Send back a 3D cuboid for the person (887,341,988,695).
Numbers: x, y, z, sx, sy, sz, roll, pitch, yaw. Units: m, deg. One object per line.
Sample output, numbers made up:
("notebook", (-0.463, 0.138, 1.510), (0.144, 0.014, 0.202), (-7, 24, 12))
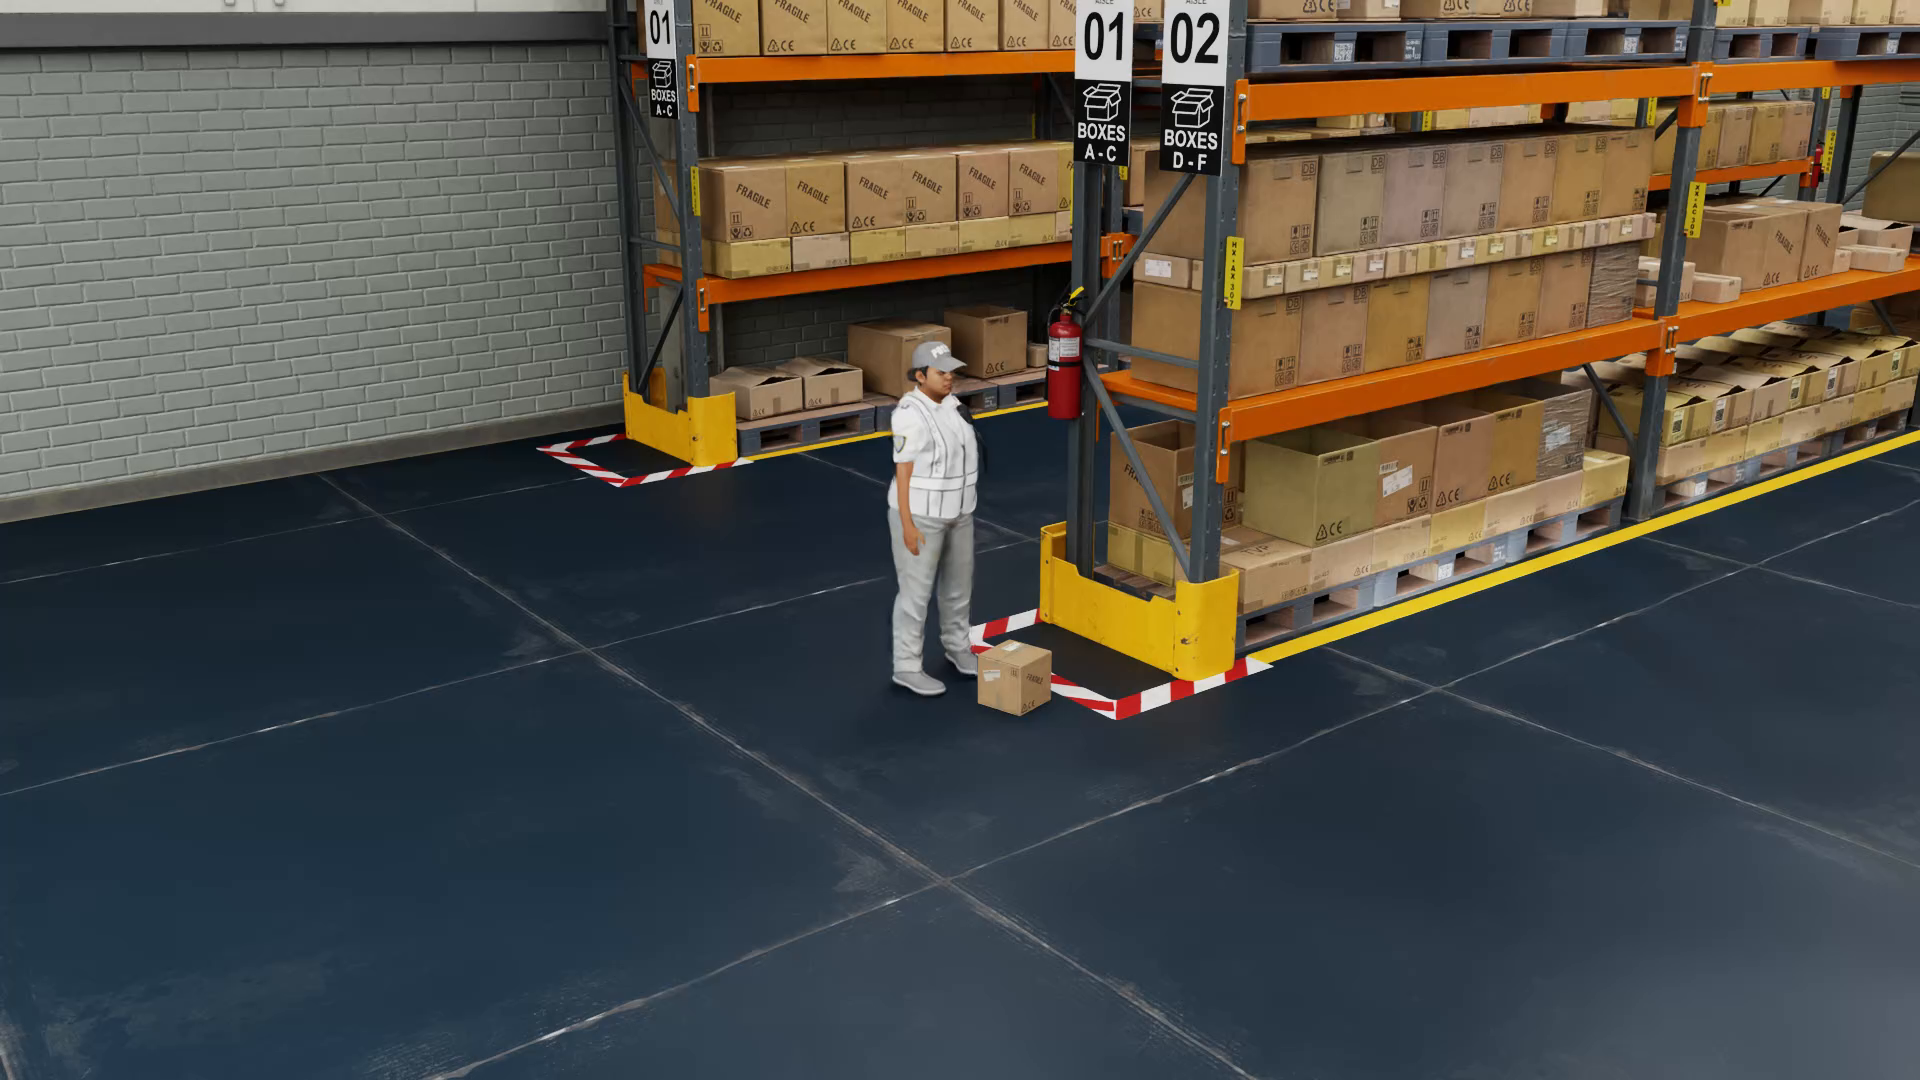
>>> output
("person", (-0.110, -0.127, 7.926), (0.380, 1.663, 0.535), (13, 22, 36))
